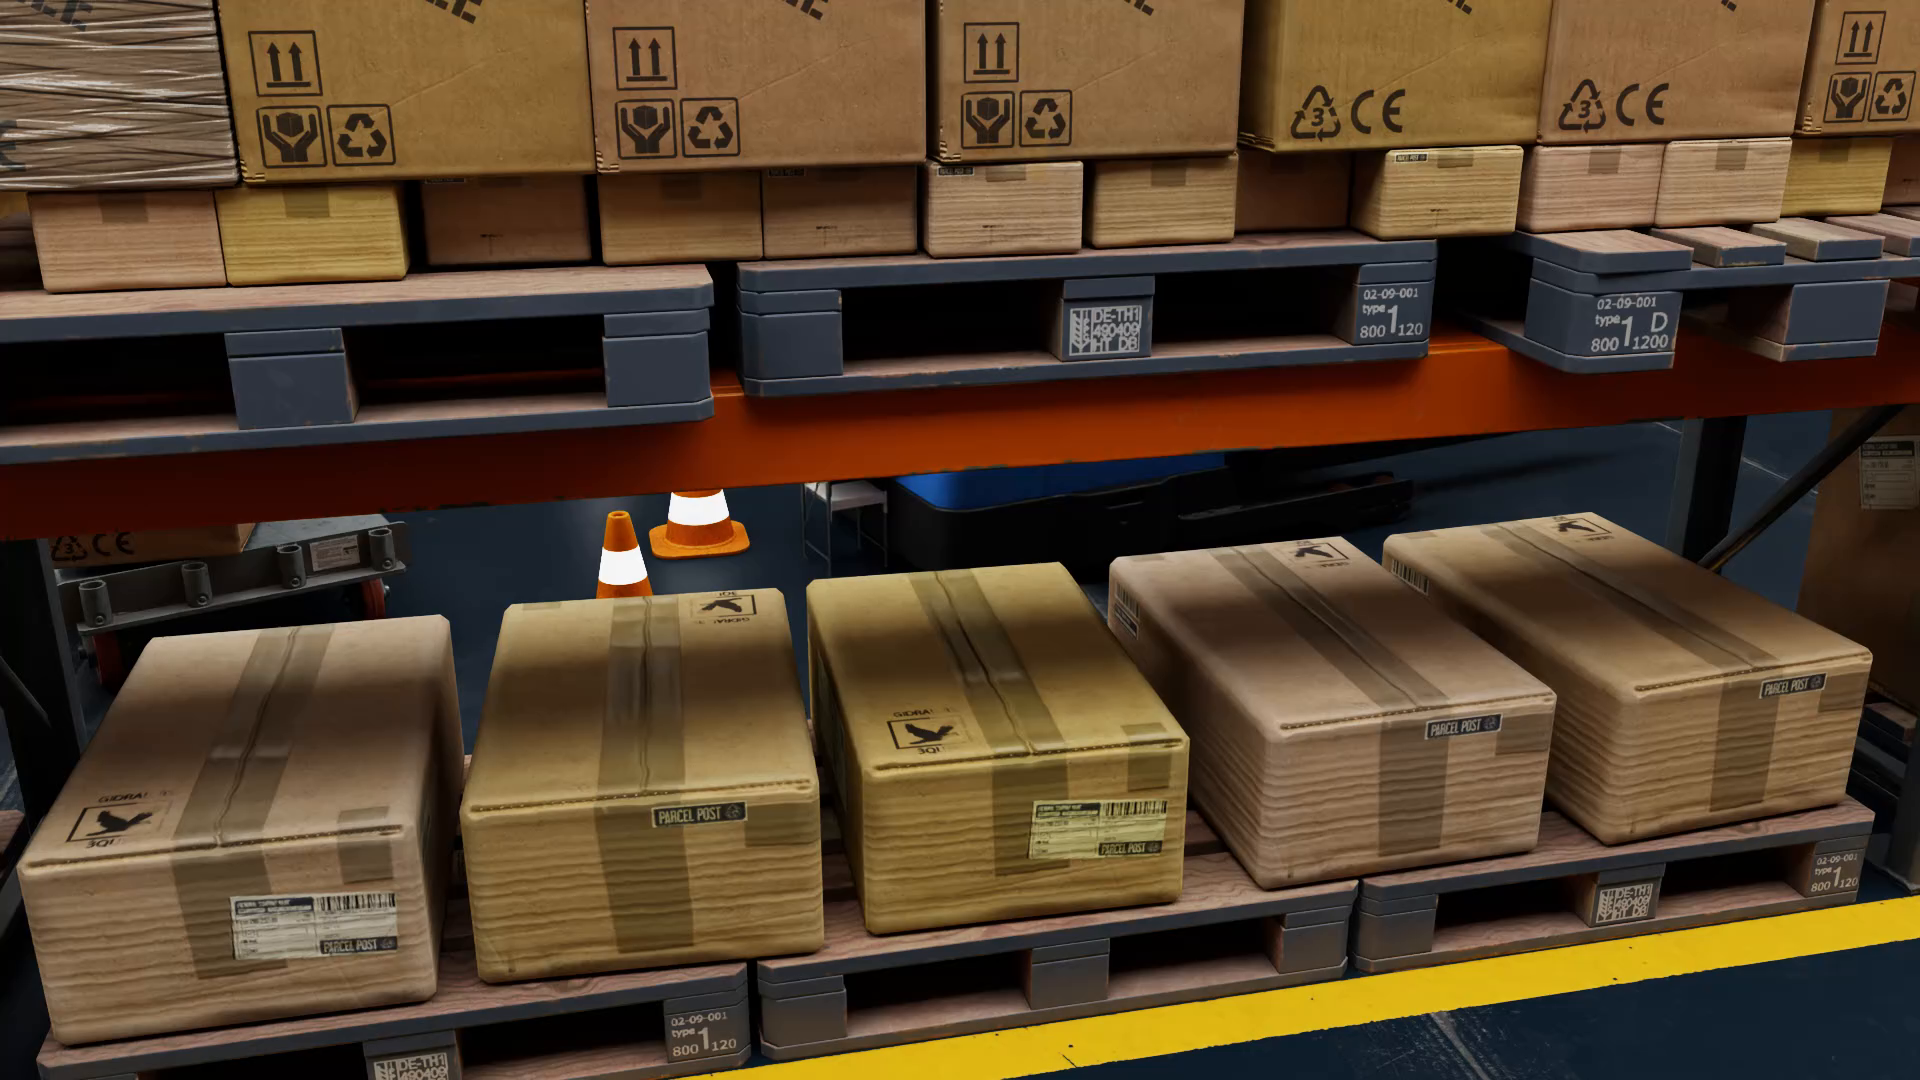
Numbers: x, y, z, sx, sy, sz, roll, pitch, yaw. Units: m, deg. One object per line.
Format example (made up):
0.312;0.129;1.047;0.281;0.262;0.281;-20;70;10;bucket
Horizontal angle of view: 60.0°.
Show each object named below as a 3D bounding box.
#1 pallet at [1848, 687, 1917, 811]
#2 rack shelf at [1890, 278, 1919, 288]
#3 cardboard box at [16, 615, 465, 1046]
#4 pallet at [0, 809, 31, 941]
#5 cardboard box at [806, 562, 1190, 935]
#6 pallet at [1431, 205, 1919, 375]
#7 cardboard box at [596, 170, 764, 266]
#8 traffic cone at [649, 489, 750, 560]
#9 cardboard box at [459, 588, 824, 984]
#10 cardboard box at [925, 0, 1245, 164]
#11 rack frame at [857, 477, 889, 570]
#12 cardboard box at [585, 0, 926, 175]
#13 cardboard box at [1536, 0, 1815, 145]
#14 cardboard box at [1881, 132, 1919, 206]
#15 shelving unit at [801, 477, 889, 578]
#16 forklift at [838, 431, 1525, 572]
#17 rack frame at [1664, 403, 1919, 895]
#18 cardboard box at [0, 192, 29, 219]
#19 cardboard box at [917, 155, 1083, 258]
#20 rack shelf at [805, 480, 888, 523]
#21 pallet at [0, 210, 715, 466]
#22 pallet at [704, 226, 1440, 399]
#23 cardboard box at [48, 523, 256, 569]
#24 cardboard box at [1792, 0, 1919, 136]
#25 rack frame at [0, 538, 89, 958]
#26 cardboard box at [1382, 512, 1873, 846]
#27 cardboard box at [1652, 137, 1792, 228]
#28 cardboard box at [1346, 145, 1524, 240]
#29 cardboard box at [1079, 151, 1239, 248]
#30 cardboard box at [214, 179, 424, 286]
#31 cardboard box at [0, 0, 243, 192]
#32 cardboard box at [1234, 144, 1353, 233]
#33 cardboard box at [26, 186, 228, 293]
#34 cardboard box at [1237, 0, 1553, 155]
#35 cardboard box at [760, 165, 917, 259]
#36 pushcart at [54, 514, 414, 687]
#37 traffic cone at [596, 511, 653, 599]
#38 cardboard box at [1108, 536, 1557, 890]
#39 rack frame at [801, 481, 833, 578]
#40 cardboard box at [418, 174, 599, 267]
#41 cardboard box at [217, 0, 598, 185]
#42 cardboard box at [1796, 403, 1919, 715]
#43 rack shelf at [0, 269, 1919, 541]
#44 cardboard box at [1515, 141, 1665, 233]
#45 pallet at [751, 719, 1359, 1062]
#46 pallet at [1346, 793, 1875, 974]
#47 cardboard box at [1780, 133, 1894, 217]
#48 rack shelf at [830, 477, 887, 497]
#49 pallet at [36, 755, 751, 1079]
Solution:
2.831;0.476;4.208;1.213;0.211;1.003;-5;21;-12;pallet
3.992;-0.616;4.182;4.000;0.370;1.077;-5;21;-12;rack shelf
-1.337;0.515;3.258;0.625;0.372;0.950;-4;21;-12;cardboard box
-2.492;0.895;3.065;1.213;0.211;1.003;-5;21;-12;pallet
0.038;0.401;3.568;0.625;0.372;0.950;-4;20;-11;cardboard box
1.377;-0.614;3.408;1.003;0.211;1.213;-5;21;-12;pallet
-0.473;-0.568;2.758;0.250;0.149;0.380;-4;21;-12;cardboard box
-0.910;-0.213;5.722;0.334;0.463;0.336;-5;21;-12;traffic cone
-0.638;0.457;3.416;0.625;0.372;0.950;-3;20;-9;cardboard box
0.145;-0.923;2.785;0.500;0.500;0.500;-6;21;-15;cardboard box
-0.295;-0.361;5.492;0.006;0.900;0.240;-10;22;-26;rack frame
-0.353;-0.879;2.664;0.500;0.500;0.500;-5;21;-13;cardboard box
1.167;-1.006;3.012;0.500;0.500;0.500;-5;21;-13;cardboard box
1.781;-0.770;3.312;0.250;0.149;0.380;-4;20;-10;cardboard box
-0.385;-0.345;5.448;0.210;0.900;0.258;-10;22;-26;shelving unit
1.054;-1.559;5.809;3.031;2.935;1.130;-10;22;-26;forklift
2.046;-0.796;3.627;0.127;3.000;1.000;-5;21;-12;rack frame
-3.712;-1.301;7.485;0.875;0.875;0.875;-4;21;-12;cardboard box
0.039;-0.590;2.820;0.250;0.149;0.380;-4;20;-10;cardboard box
-0.385;-0.145;5.521;0.200;0.077;0.258;-10;22;-26;rack shelf
-1.069;-0.401;2.828;1.213;0.211;1.003;-5;21;-12;pallet
0.129;-0.536;3.194;1.213;0.211;1.003;-5;21;-12;pallet
-2.285;-0.255;4.682;0.500;0.500;0.500;-5;21;-12;cardboard box
1.668;-1.051;3.134;0.500;0.500;0.500;-5;21;-14;cardboard box
-1.847;-0.479;2.762;0.127;3.000;1.000;-5;21;-12;rack frame
1.494;0.282;3.893;0.625;0.372;0.950;-6;21;-16;cardboard box
1.302;-0.690;3.092;0.250;0.149;0.380;-5;21;-13;cardboard box
0.791;-0.646;2.973;0.250;0.149;0.380;-4;21;-12;cardboard box
0.292;-0.621;2.905;0.250;0.149;0.380;-5;21;-14;cardboard box
-0.991;-0.513;2.610;0.250;0.149;0.380;-4;21;-11;cardboard box
-1.324;-0.804;2.461;0.500;0.500;0.500;-4;21;-11;cardboard box
0.517;-0.669;3.034;0.250;0.149;0.380;-4;21;-12;cardboard box
-1.236;-0.497;2.564;0.250;0.149;0.380;-4;21;-12;cardboard box
0.676;-0.966;2.902;0.500;0.500;0.500;-6;21;-16;cardboard box
-0.232;-0.587;2.810;0.250;0.149;0.380;-4;21;-12;cardboard box
-2.420;-0.007;5.286;0.936;0.377;1.648;-13;24;-31;pushcart
-0.962;0.145;4.746;0.334;0.463;0.336;-5;21;-12;traffic cone
0.778;0.343;3.727;0.625;0.372;0.950;-5;21;-14;cardboard box
-0.475;-0.329;5.404;0.006;0.900;0.240;-10;22;-26;rack frame
-0.733;-0.561;2.741;0.250;0.149;0.380;-3;20;-9;cardboard box
-0.837;-0.844;2.570;0.500;0.500;0.500;-5;21;-12;cardboard box
2.737;-0.022;3.993;0.875;0.875;0.875;-5;21;-13;cardboard box
0.100;-0.300;3.318;4.000;0.370;1.077;-5;21;-12;rack shelf
1.055;-0.673;3.045;0.250;0.149;0.380;-6;21;-15;cardboard box
0.100;0.670;3.678;1.213;0.211;1.003;-5;21;-12;pallet
1.285;0.575;3.939;1.213;0.211;1.003;-5;21;-12;pallet
1.537;-0.725;3.188;0.250;0.149;0.380;-4;21;-12;cardboard box
-0.385;-0.229;5.490;0.200;0.077;0.258;-10;22;-26;rack shelf
-1.089;0.768;3.412;1.213;0.211;1.003;-5;21;-12;pallet
